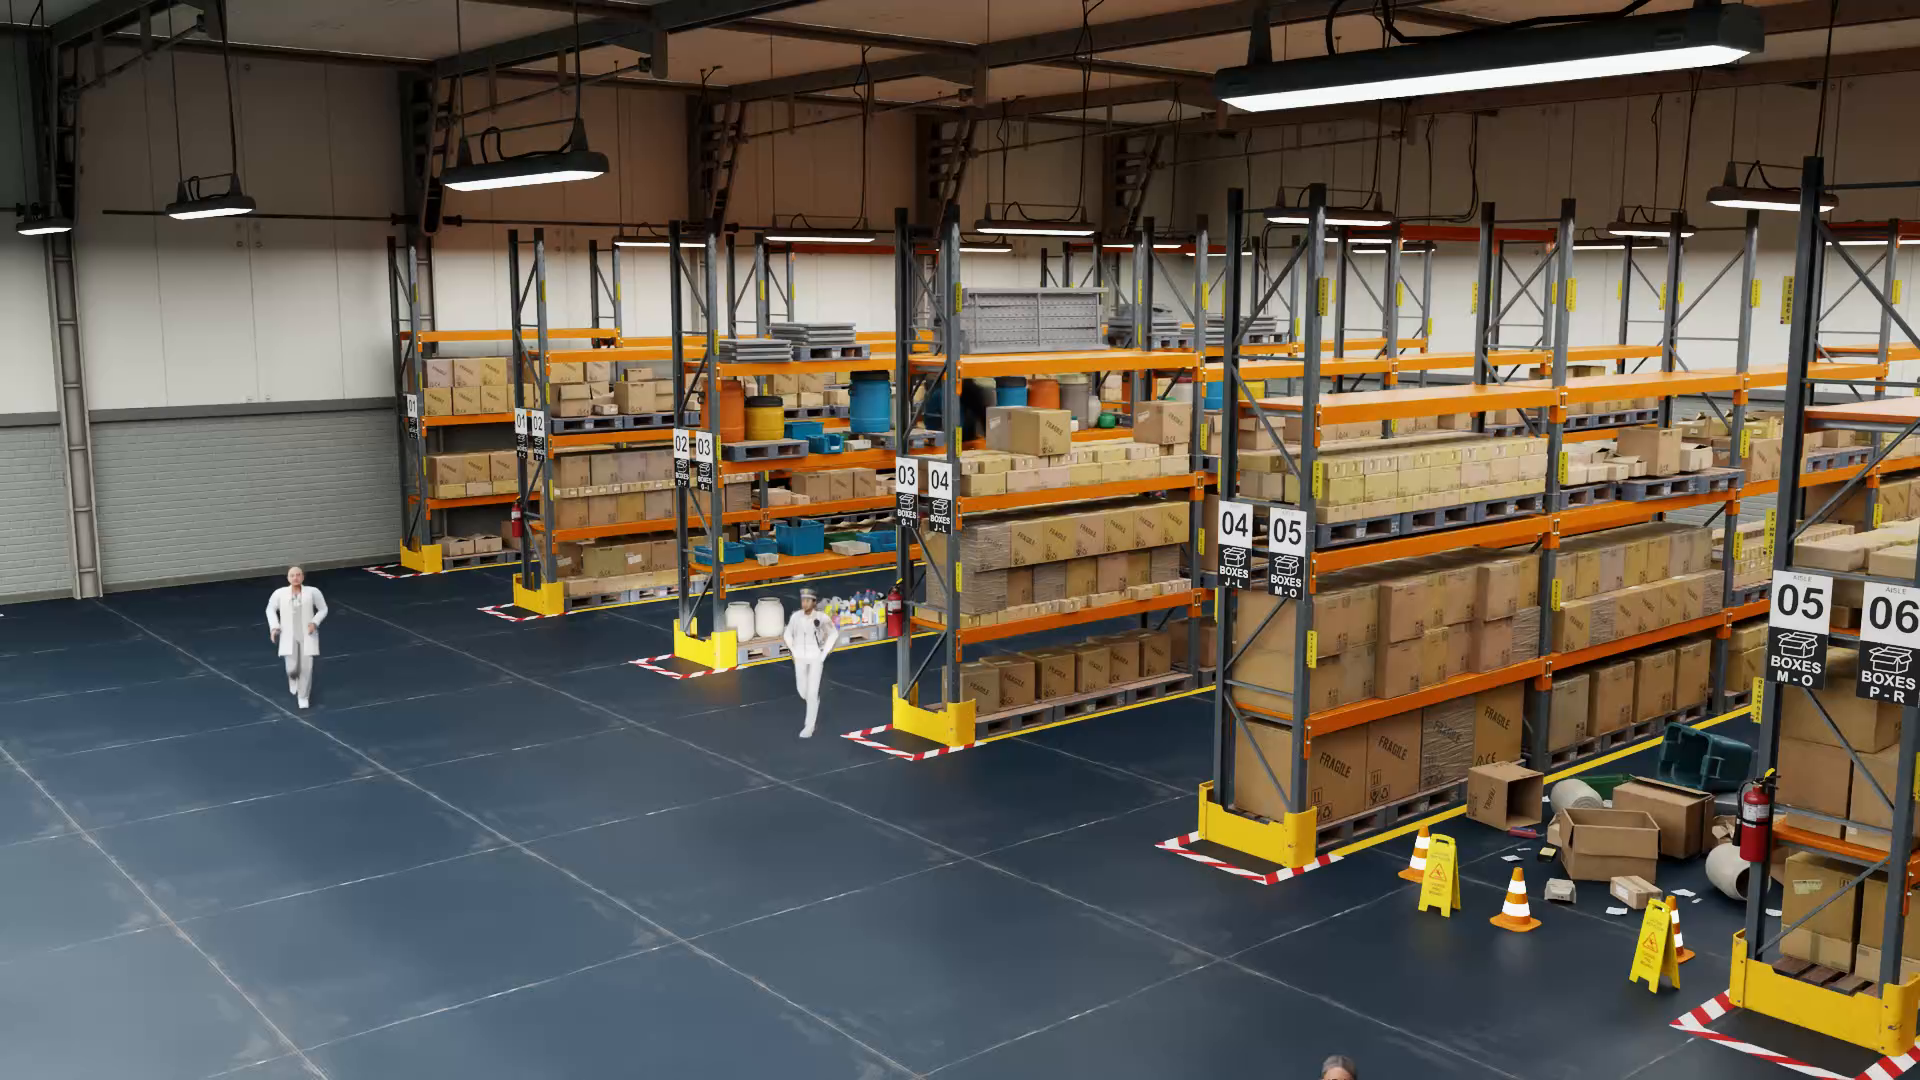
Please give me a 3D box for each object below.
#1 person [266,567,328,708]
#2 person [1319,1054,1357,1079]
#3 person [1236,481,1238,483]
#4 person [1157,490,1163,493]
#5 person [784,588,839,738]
[{"bbox_3d":[-8.133,1.187,20.452,0.714,1.734,0.635,-3,9,-20],"label":"person"},{"bbox_3d":[1.760,3.243,7.732,0.558,1.527,0.587,2,9,15],"label":"person"},{"bbox_3d":[5.965,-0.907,34.720,0.582,1.537,0.517,6,11,36],"label":"person"},{"bbox_3d":[4.085,-0.711,32.686,0.675,1.734,0.592,6,11,34],"label":"person"},{"bbox_3d":[-1.738,1.384,19.325,0.636,1.710,0.777,2,9,12],"label":"person"}]
